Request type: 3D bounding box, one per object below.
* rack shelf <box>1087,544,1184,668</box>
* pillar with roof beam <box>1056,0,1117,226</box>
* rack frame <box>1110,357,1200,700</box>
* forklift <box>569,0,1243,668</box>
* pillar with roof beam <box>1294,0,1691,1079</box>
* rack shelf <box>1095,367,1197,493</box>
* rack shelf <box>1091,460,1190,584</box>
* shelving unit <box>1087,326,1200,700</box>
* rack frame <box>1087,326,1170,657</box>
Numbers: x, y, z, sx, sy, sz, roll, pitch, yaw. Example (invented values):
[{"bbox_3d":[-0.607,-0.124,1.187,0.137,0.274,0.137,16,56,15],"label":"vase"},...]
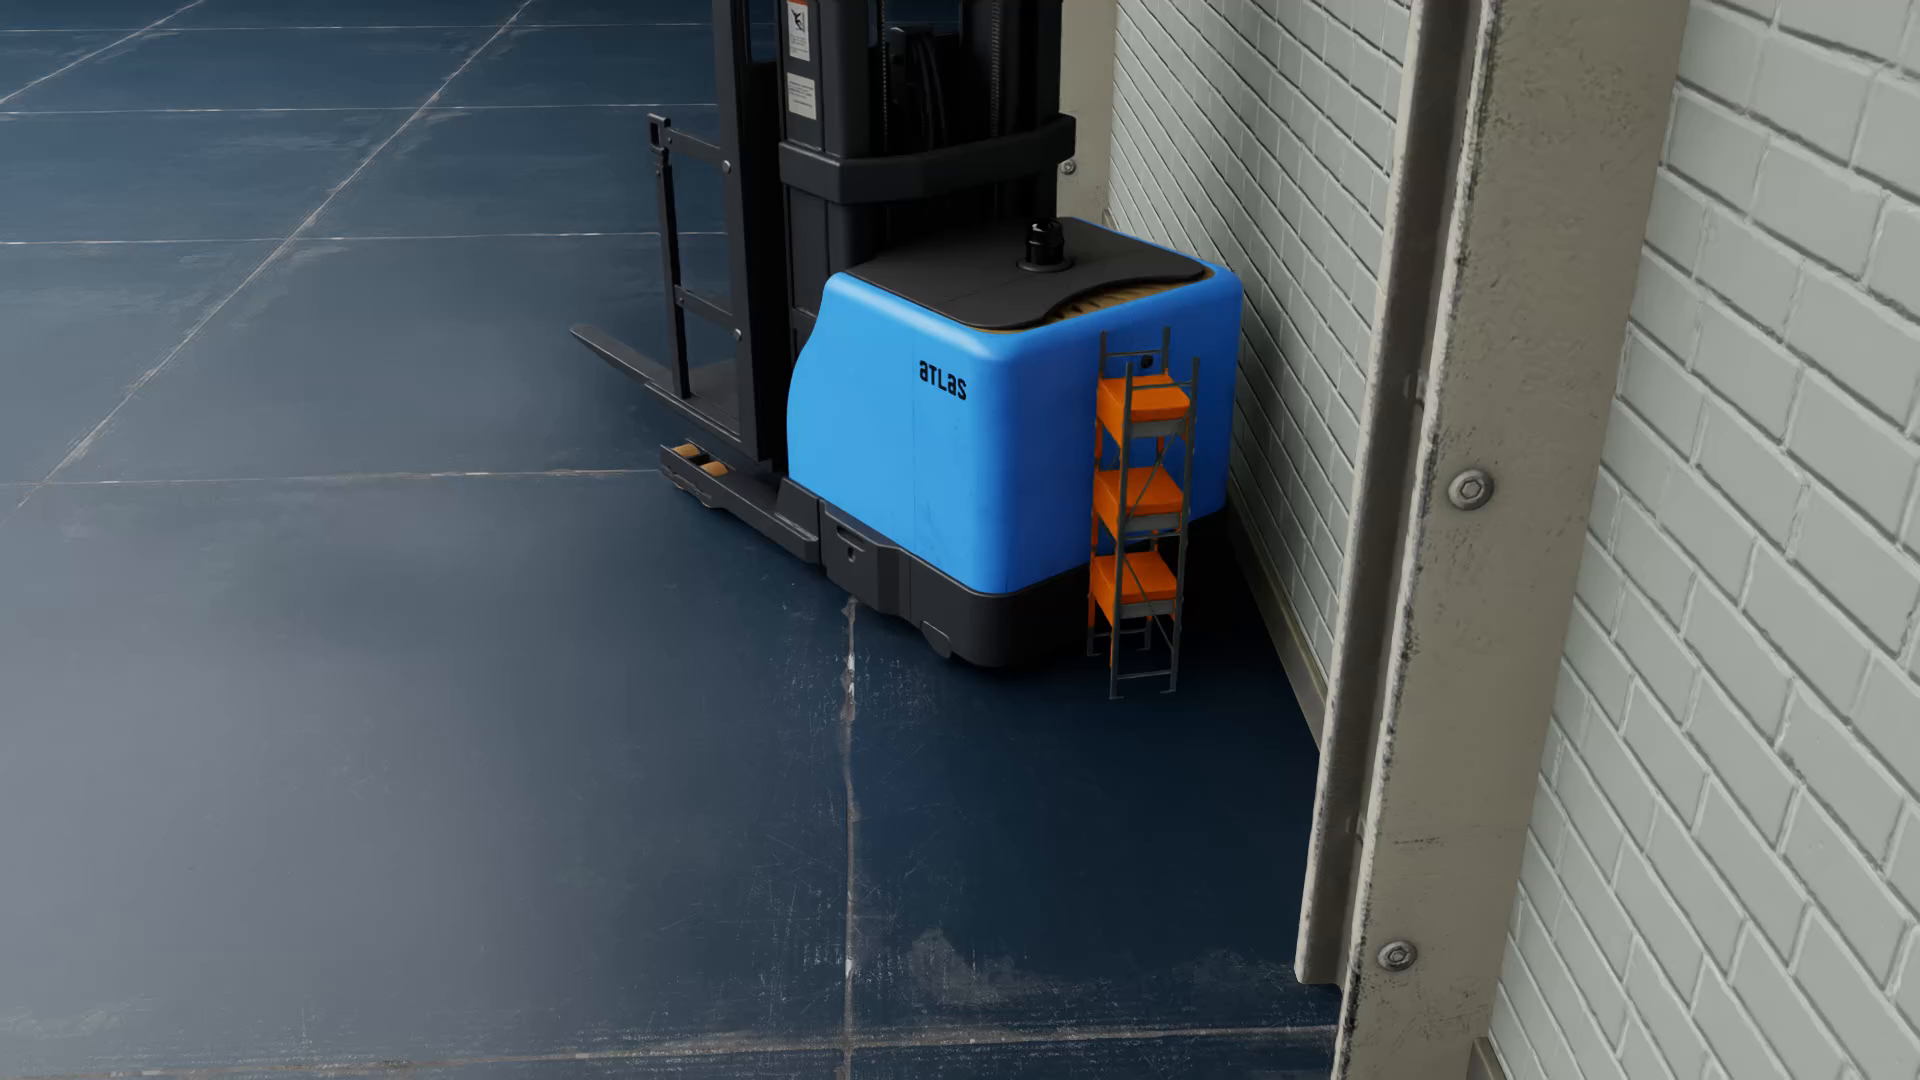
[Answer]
[{"bbox_3d":[0.511,0.192,4.871,0.215,0.259,0.240,-6,28,-11],"label":"rack shelf"},{"bbox_3d":[-3.675,-5.580,6.719,9.100,9.000,0.400,-1,28,-3],"label":"pillar with roof beam"},{"bbox_3d":[0.536,-0.009,4.632,0.200,1.050,0.008,-6,28,-11],"label":"rack frame"},{"bbox_3d":[-0.442,-1.540,5.534,1.130,2.935,3.031,-20,34,-33],"label":"forklift"},{"bbox_3d":[-3.362,-2.810,1.406,9.100,9.000,0.400,-1,28,-3],"label":"pillar with roof beam"},{"bbox_3d":[0.511,-0.306,4.611,0.215,0.259,0.240,-6,28,-11],"label":"rack shelf"},{"bbox_3d":[0.511,-0.055,4.742,0.215,0.259,0.240,-6,28,-11],"label":"rack shelf"},{"bbox_3d":[0.511,-0.064,4.738,0.215,1.050,0.252,-6,28,-11],"label":"shelving unit"},{"bbox_3d":[0.485,-0.119,4.843,0.200,1.050,0.008,-6,28,-11],"label":"rack frame"}]
